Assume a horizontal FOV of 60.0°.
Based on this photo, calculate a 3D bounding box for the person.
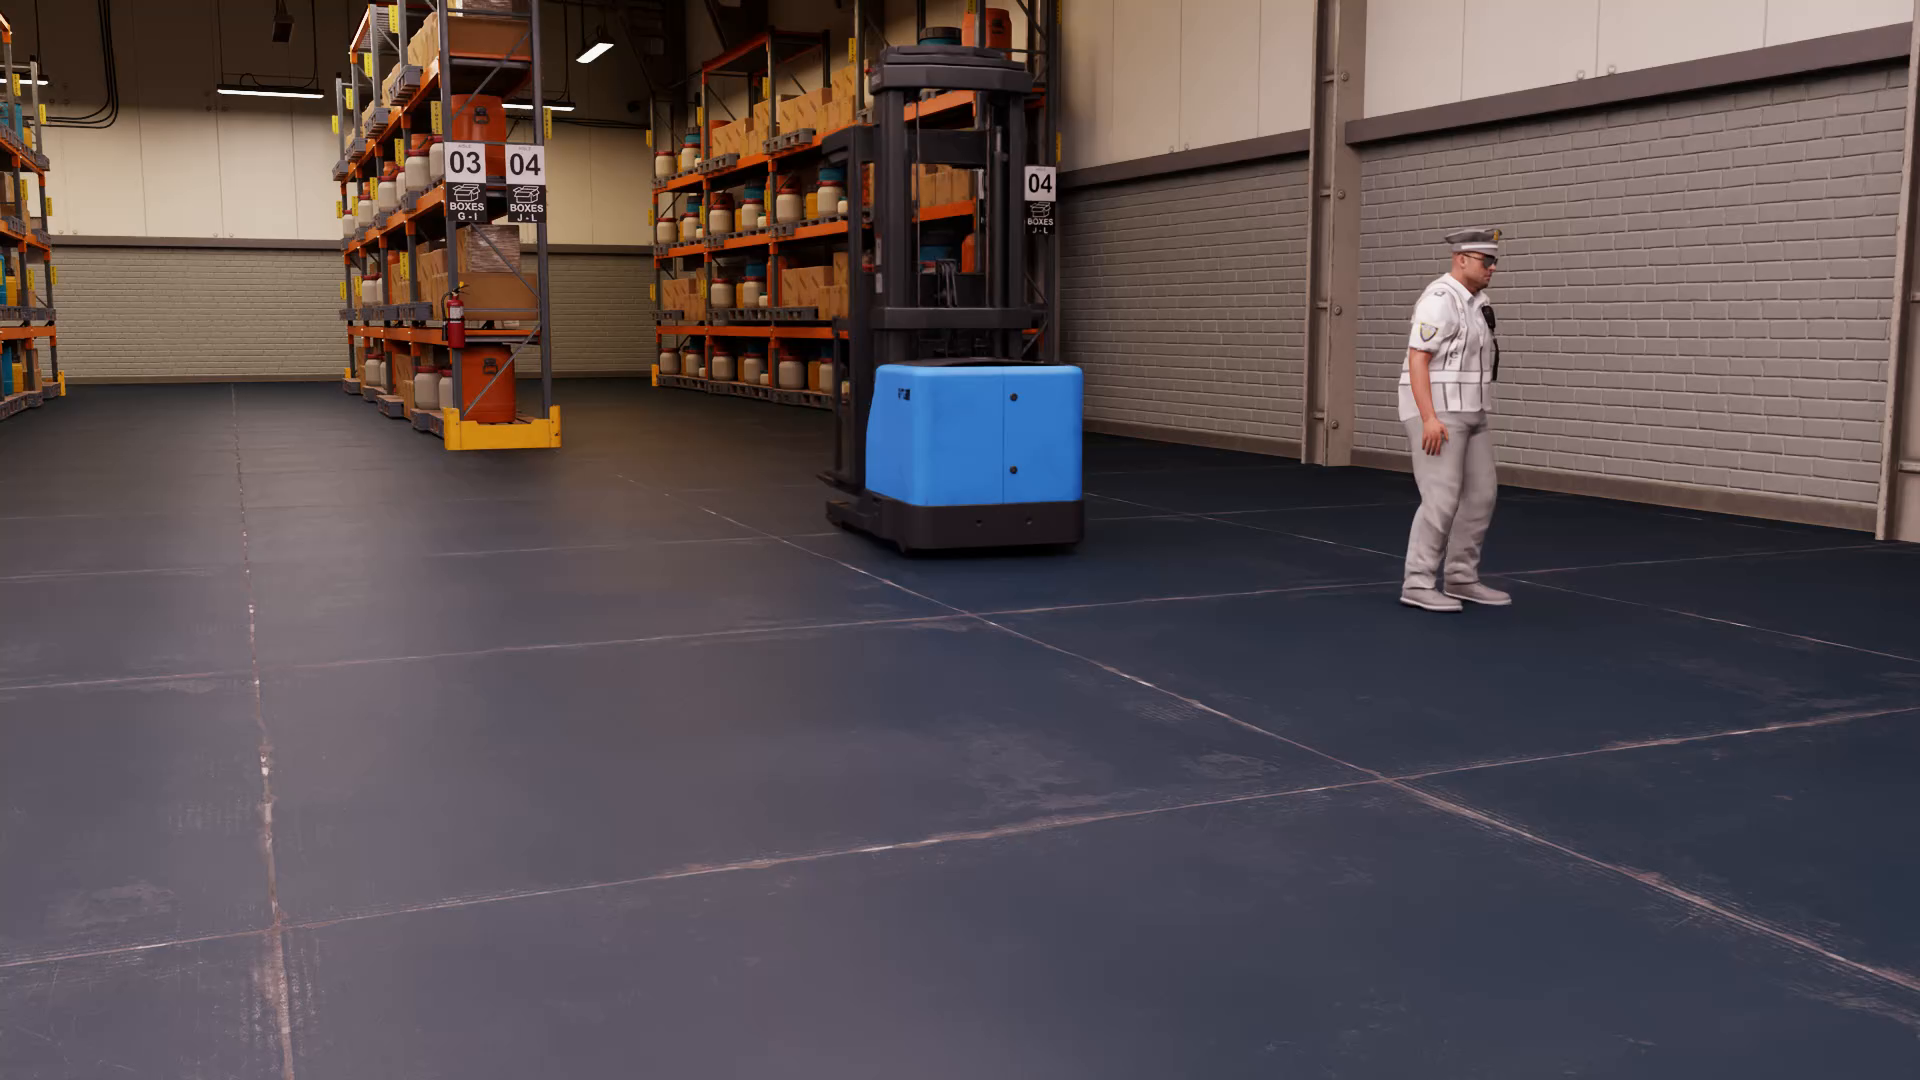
[{"bbox_3d":[2.301,-0.561,7.753,0.591,1.754,0.457,-7,10,-44],"label":"person"}]

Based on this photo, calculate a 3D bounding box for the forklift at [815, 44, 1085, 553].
[{"bbox_3d":[-0.241,-1.536,10.591,1.130,2.935,3.031,-3,8,-19],"label":"forklift"}]
